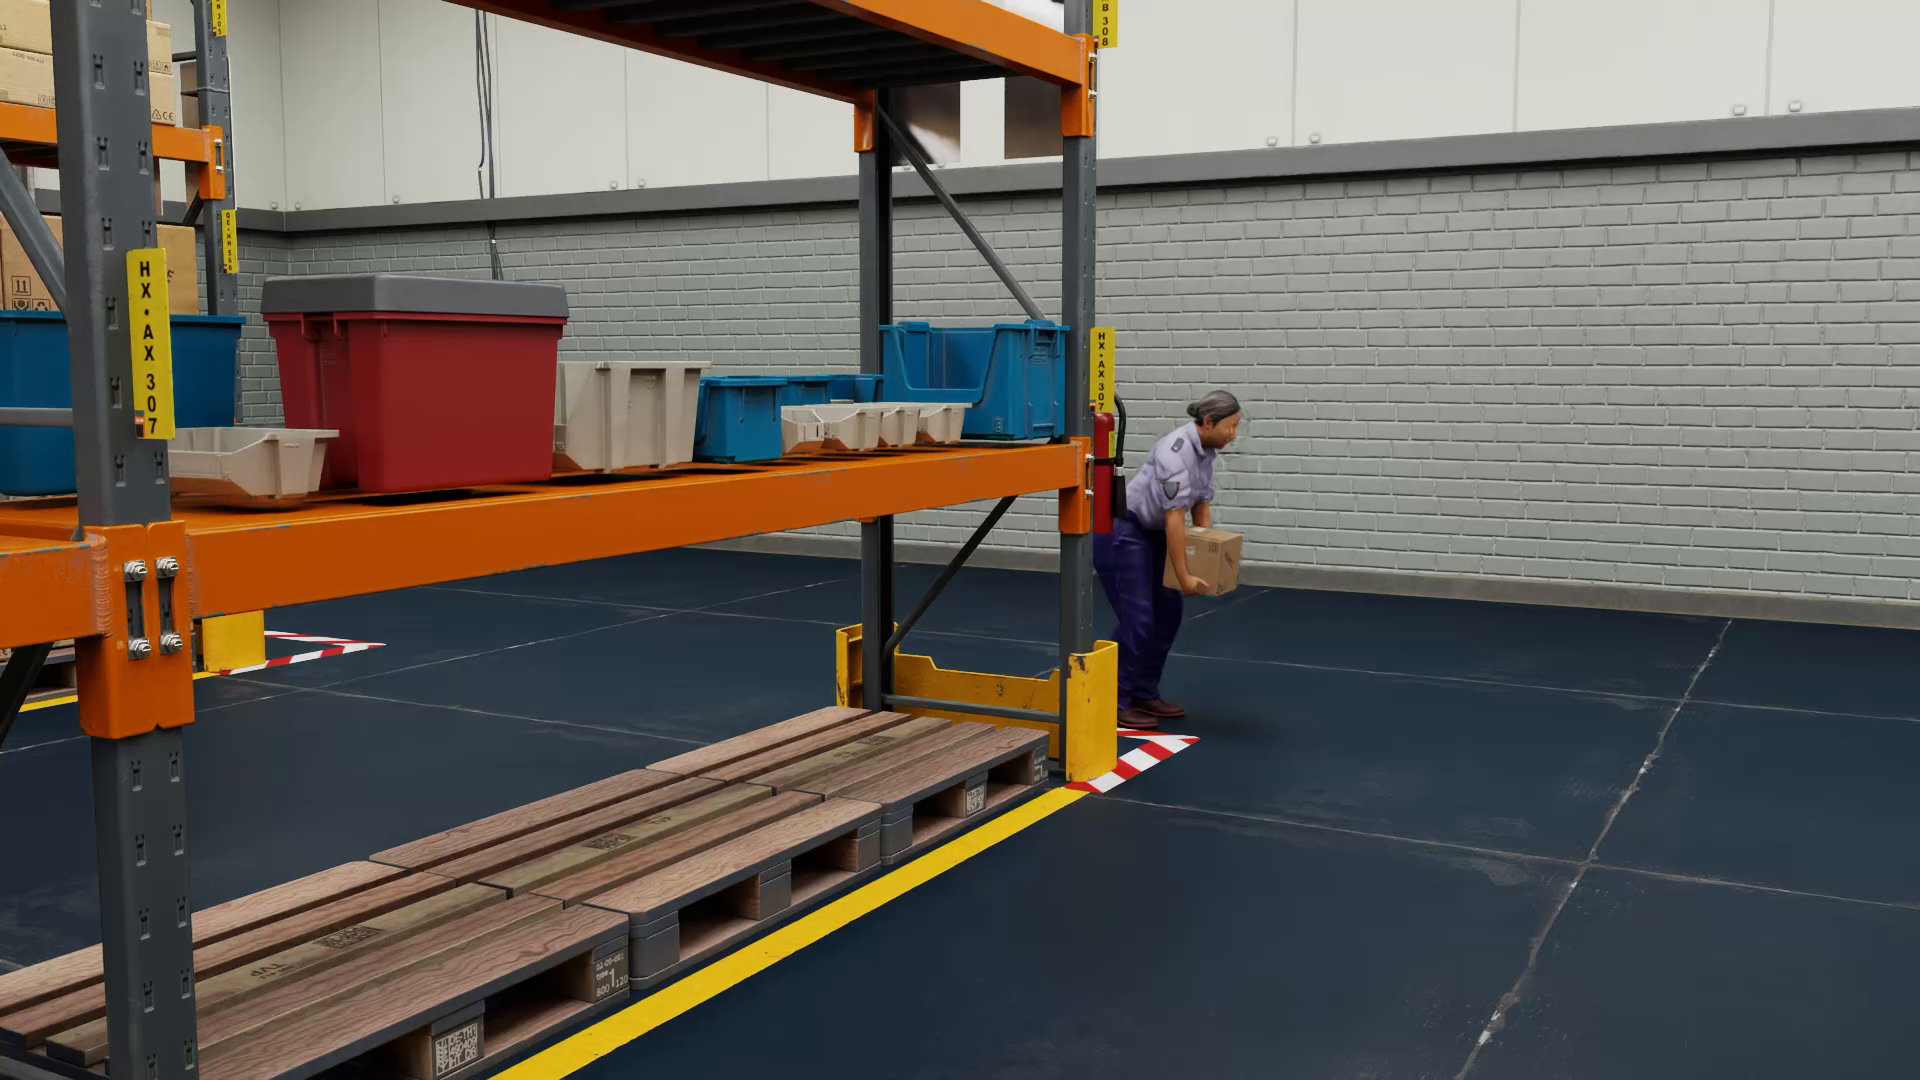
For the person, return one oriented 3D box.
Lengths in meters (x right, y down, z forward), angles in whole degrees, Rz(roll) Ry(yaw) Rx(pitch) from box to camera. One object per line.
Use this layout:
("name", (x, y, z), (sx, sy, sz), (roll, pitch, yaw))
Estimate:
("person", (0.913, 0.083, 7.418), (0.675, 1.497, 0.441), (4, 7, 31))
